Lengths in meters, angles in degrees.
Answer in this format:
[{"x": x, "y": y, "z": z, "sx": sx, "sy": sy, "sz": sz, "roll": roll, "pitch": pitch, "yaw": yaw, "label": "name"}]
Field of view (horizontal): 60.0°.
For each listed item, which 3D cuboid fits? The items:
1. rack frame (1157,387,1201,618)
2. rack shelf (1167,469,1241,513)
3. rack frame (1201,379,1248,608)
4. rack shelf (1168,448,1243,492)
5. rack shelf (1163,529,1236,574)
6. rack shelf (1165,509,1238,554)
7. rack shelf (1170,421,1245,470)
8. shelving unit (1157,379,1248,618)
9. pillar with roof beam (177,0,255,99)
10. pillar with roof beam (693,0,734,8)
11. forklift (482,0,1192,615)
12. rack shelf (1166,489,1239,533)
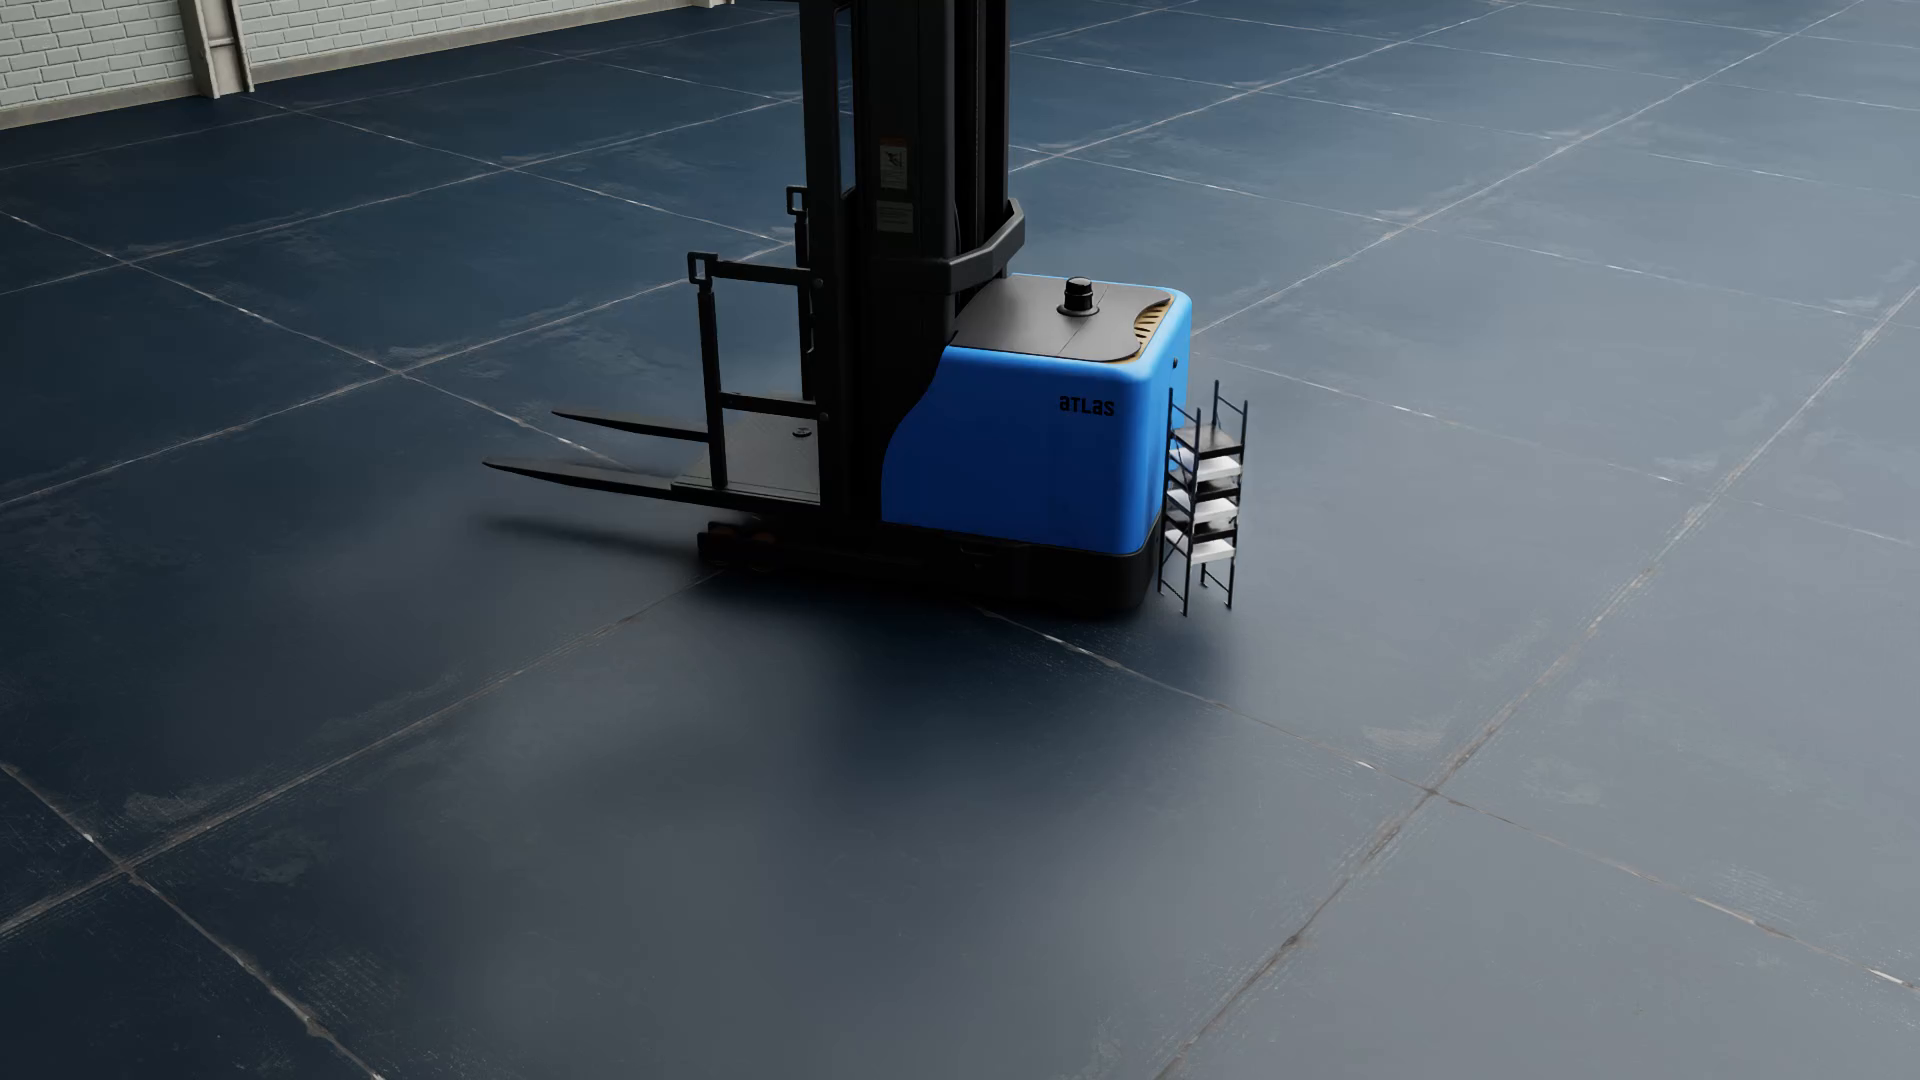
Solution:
[{"x": 0.859, "y": -0.141, "z": 6.542, "sx": 0.006, "sy": 0.900, "sz": 0.240, "roll": -11, "pitch": 29, "yaw": -20, "label": "rack frame"}, {"x": 0.953, "y": -0.209, "z": 6.550, "sx": 0.200, "sy": 0.077, "sz": 0.258, "roll": -11, "pitch": 29, "yaw": -20, "label": "rack shelf"}, {"x": 1.047, "y": -0.176, "z": 6.610, "sx": 0.006, "sy": 0.900, "sz": 0.240, "roll": -11, "pitch": 29, "yaw": -20, "label": "rack frame"}, {"x": 0.953, "y": -0.289, "z": 6.509, "sx": 0.200, "sy": 0.077, "sz": 0.258, "roll": -11, "pitch": 29, "yaw": -20, "label": "rack shelf"}, {"x": 0.953, "y": 0.031, "z": 6.673, "sx": 0.200, "sy": 0.077, "sz": 0.258, "roll": -11, "pitch": 29, "yaw": -20, "label": "rack shelf"}, {"x": 0.953, "y": -0.049, "z": 6.632, "sx": 0.200, "sy": 0.077, "sz": 0.258, "roll": -11, "pitch": 29, "yaw": -20, "label": "rack shelf"}, {"x": 0.953, "y": -0.369, "z": 6.468, "sx": 0.200, "sy": 0.077, "sz": 0.258, "roll": -11, "pitch": 29, "yaw": -20, "label": "rack shelf"}, {"x": 0.953, "y": -0.159, "z": 6.576, "sx": 0.210, "sy": 0.900, "sz": 0.258, "roll": -11, "pitch": 29, "yaw": -20, "label": "shelving unit"}, {"x": -3.349, "y": -6.806, "z": 10.613, "sx": 9.100, "sy": 9.000, "sz": 0.400, "roll": 21, "pitch": 34, "yaw": 34, "label": "pillar with roof beam"}, {"x": 0.467, "y": -8.933, "z": 14.725, "sx": 9.100, "sy": 9.000, "sz": 0.400, "roll": 21, "pitch": 34, "yaw": 34, "label": "pillar with roof beam"}, {"x": -0.596, "y": -1.388, "z": 6.743, "sx": 3.031, "sy": 2.935, "sz": 1.130, "roll": 8, "pitch": 28, "yaw": 15, "label": "forklift"}, {"x": 0.953, "y": -0.129, "z": 6.591, "sx": 0.200, "sy": 0.077, "sz": 0.258, "roll": -11, "pitch": 29, "yaw": -20, "label": "rack shelf"}]
